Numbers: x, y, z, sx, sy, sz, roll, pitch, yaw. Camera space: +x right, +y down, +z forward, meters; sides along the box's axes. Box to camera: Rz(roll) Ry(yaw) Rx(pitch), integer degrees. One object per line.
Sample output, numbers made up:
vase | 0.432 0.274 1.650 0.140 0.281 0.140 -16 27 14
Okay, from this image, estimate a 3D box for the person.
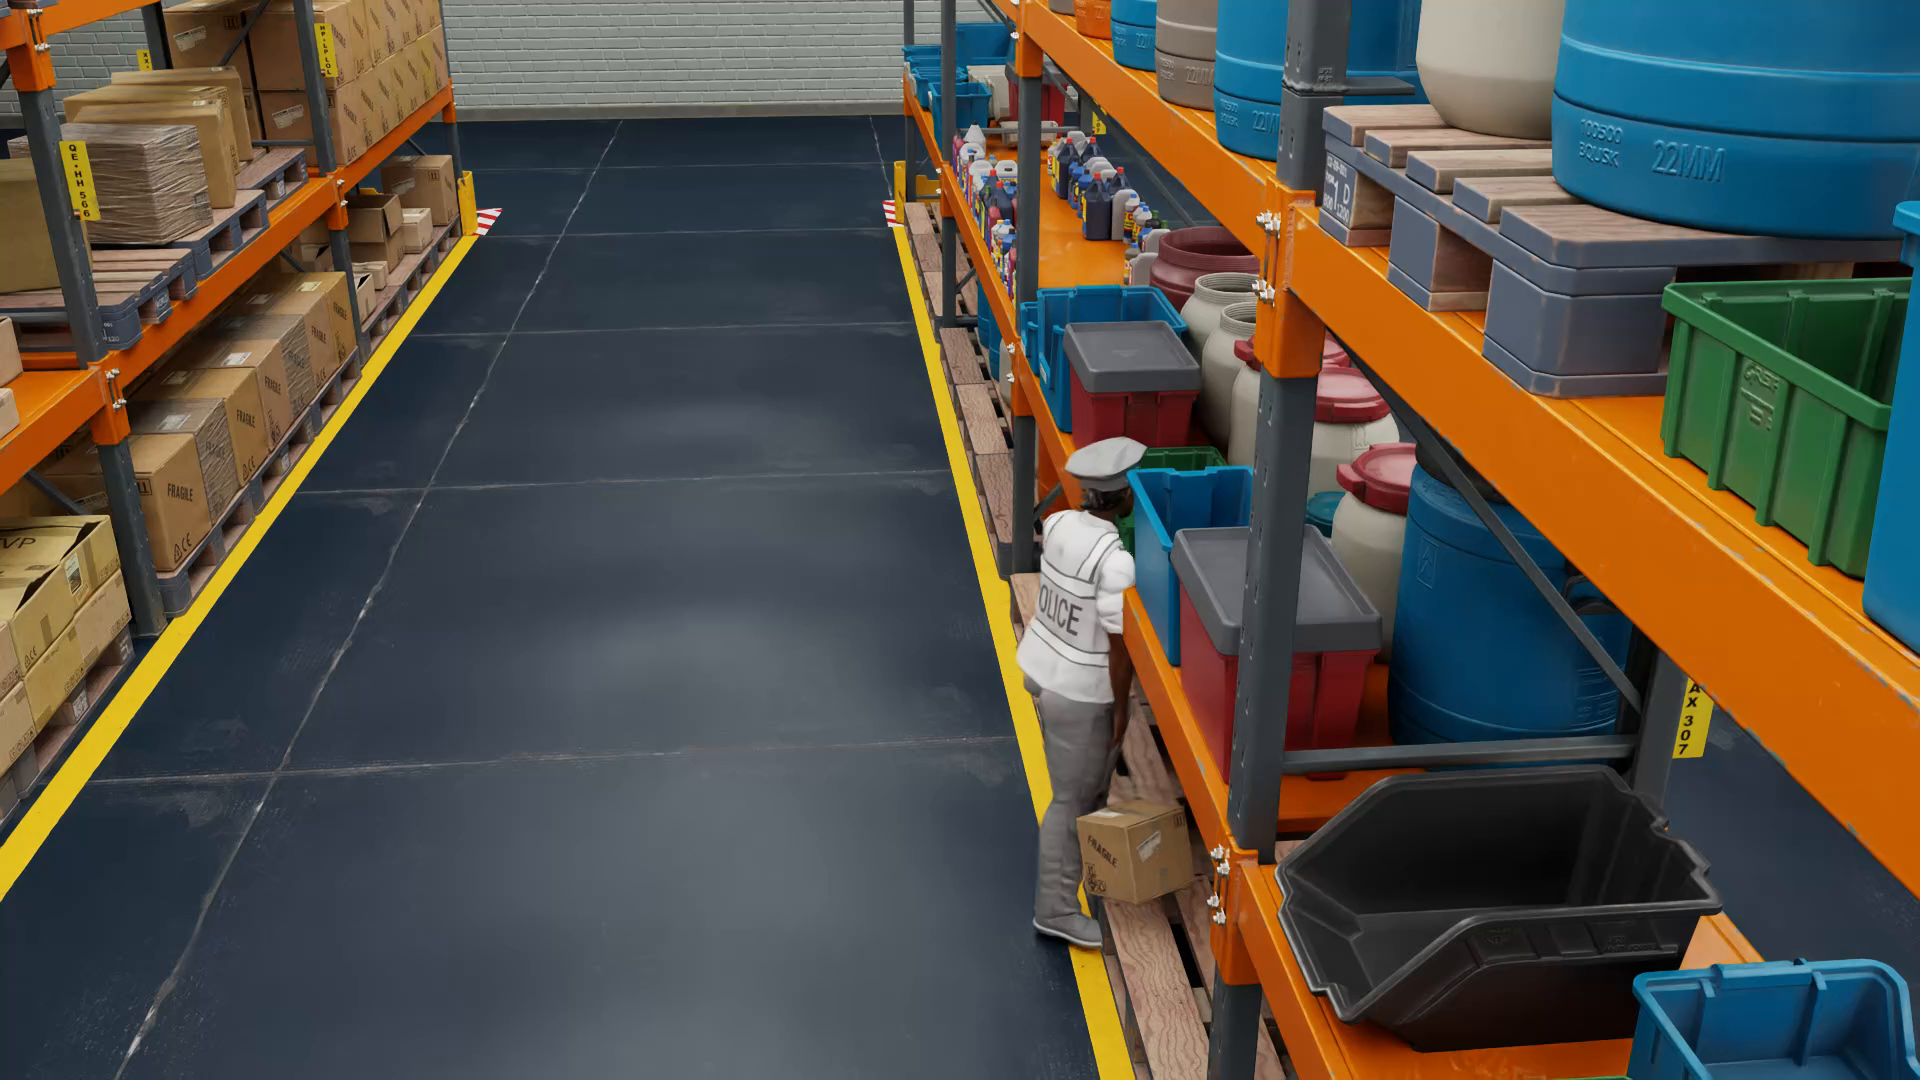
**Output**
person | 0.446 0.493 5.457 0.532 1.660 0.539 -12 27 -26
